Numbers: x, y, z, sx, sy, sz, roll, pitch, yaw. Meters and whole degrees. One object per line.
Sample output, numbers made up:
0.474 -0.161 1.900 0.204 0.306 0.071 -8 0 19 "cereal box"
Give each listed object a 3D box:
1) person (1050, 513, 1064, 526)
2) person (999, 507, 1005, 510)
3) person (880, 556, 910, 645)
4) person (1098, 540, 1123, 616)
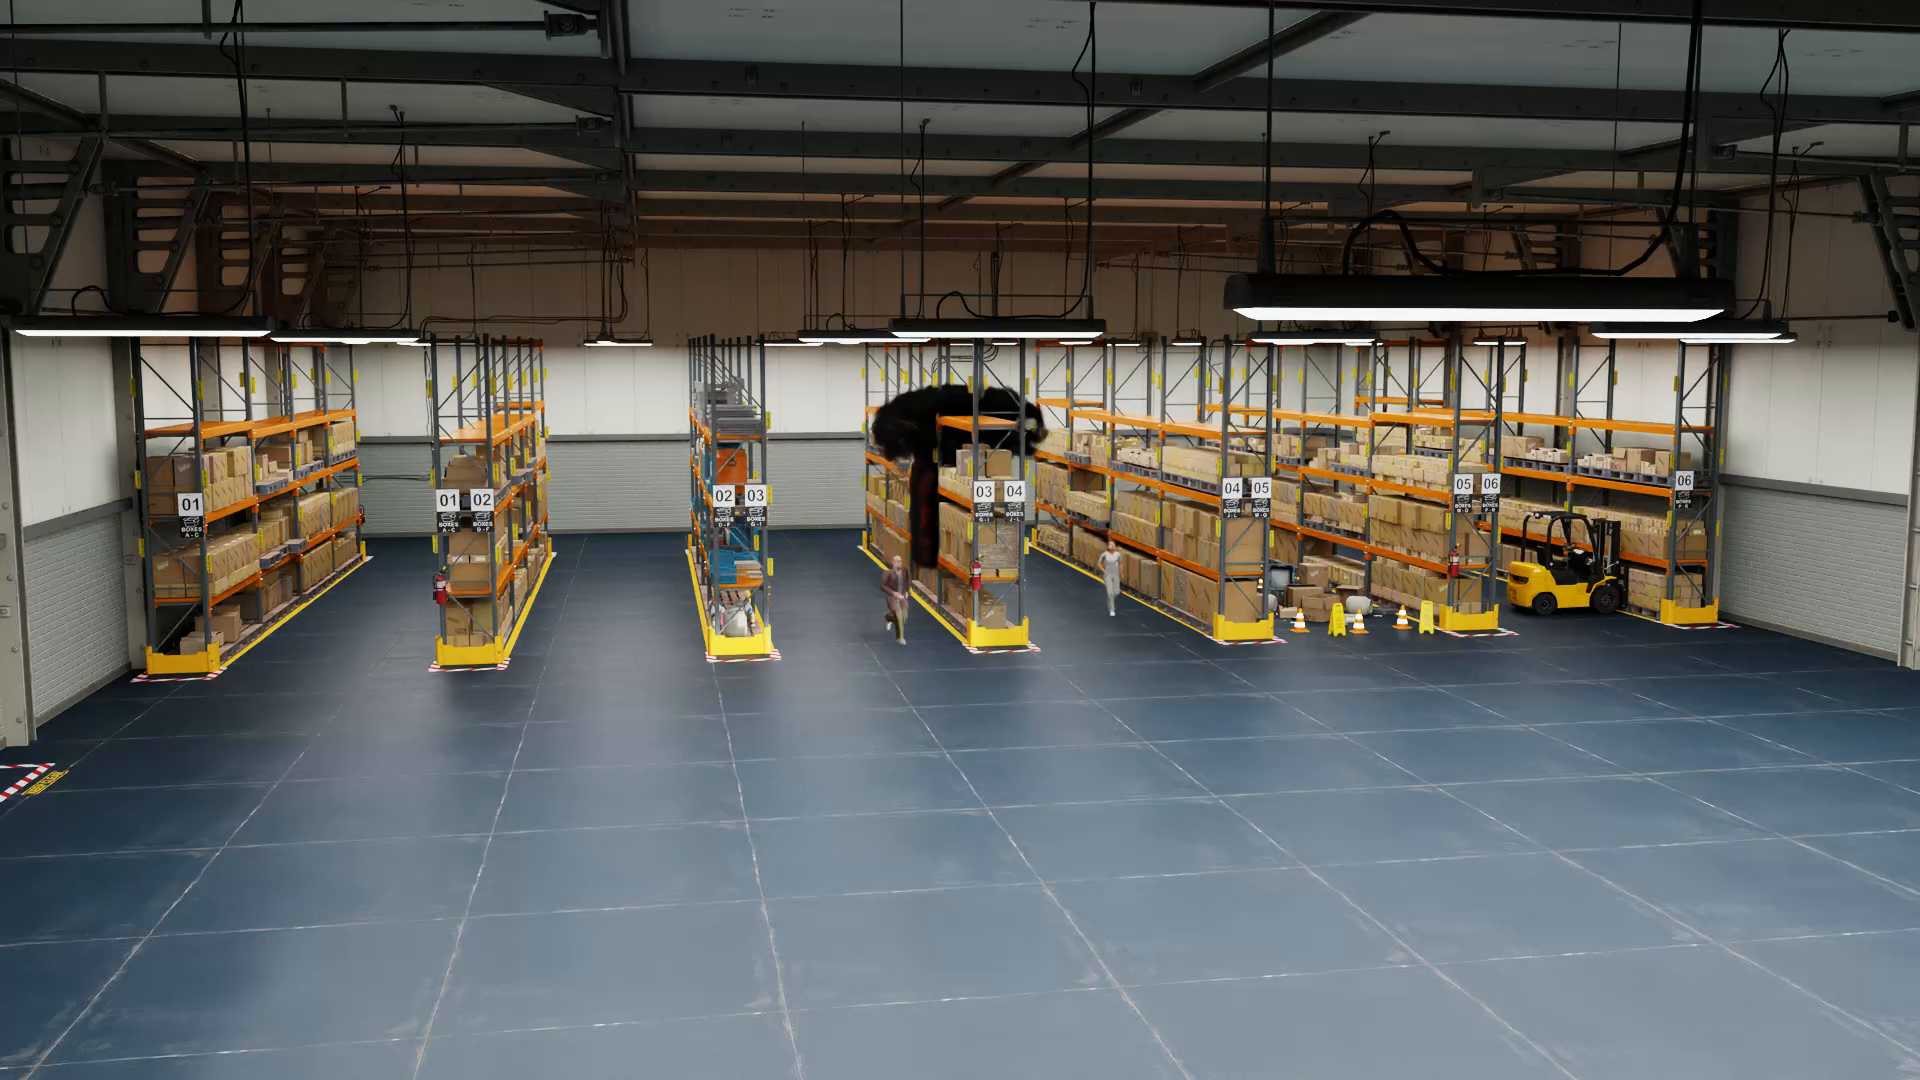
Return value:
2.976 -0.920 50.436 0.663 1.753 0.671 -3 7 -28 "person"
1.264 -0.814 49.565 0.700 1.747 0.671 2 7 20 "person"
-1.271 1.163 32.538 0.747 1.739 0.750 -5 8 -38 "person"
3.264 0.801 36.031 0.565 1.633 0.599 -1 7 -8 "person"
